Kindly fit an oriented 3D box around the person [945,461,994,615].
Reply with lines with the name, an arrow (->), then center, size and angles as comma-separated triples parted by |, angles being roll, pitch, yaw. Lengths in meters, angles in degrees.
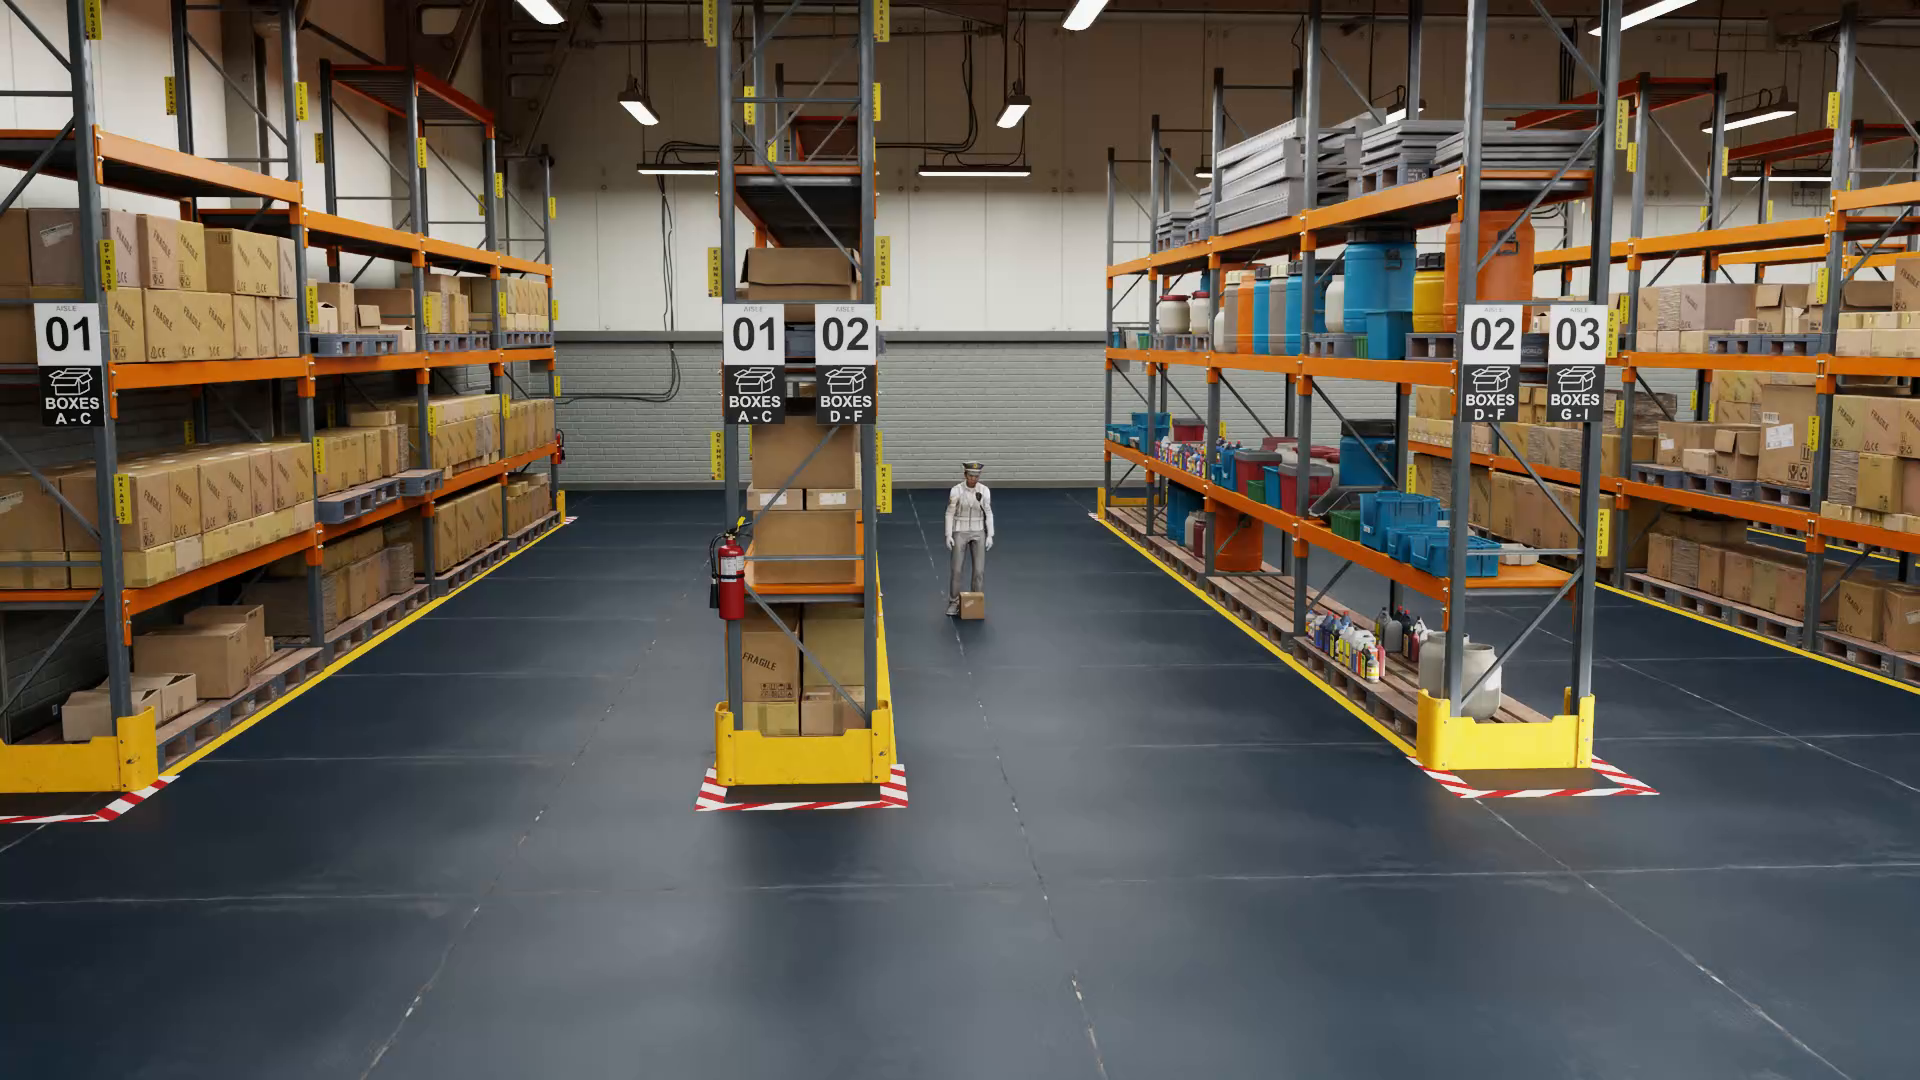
person -> 0.107, -0.026, 17.953 | 0.532, 1.662, 0.418 | -1, 7, -7
